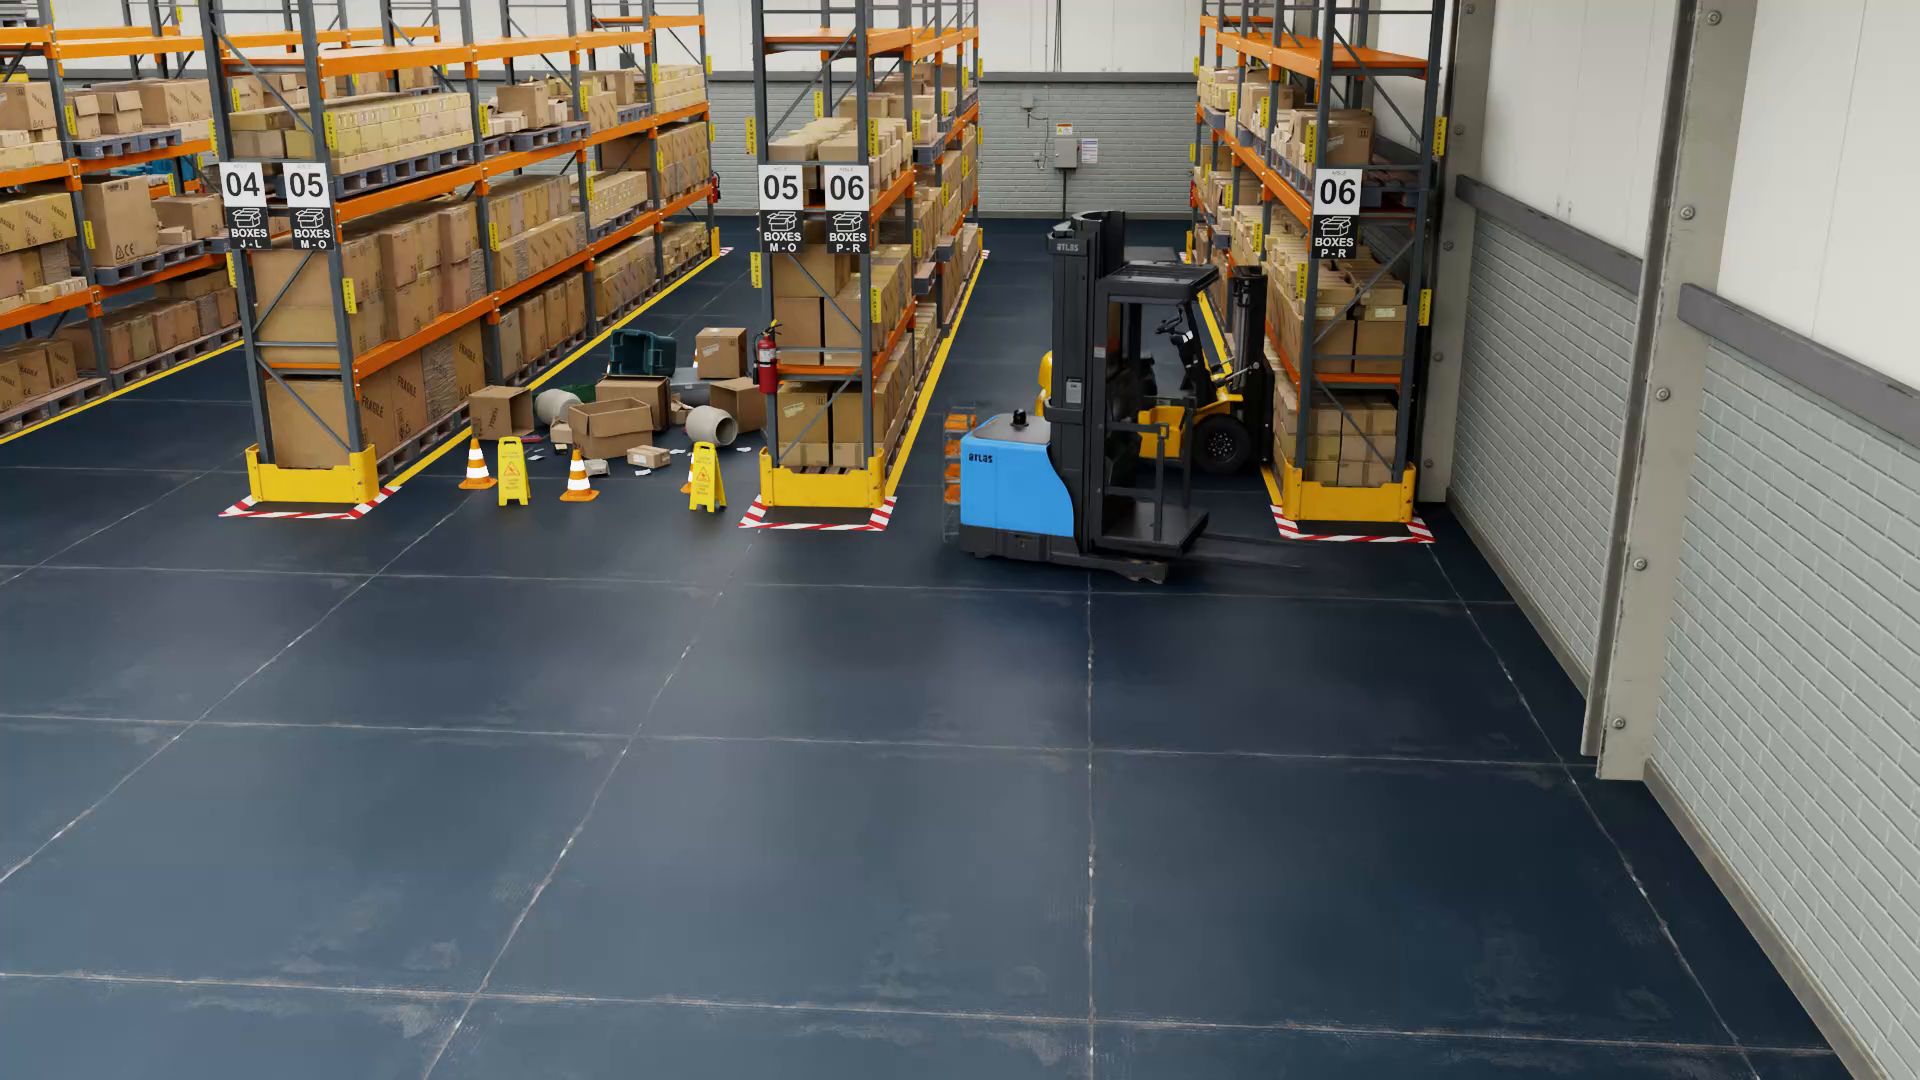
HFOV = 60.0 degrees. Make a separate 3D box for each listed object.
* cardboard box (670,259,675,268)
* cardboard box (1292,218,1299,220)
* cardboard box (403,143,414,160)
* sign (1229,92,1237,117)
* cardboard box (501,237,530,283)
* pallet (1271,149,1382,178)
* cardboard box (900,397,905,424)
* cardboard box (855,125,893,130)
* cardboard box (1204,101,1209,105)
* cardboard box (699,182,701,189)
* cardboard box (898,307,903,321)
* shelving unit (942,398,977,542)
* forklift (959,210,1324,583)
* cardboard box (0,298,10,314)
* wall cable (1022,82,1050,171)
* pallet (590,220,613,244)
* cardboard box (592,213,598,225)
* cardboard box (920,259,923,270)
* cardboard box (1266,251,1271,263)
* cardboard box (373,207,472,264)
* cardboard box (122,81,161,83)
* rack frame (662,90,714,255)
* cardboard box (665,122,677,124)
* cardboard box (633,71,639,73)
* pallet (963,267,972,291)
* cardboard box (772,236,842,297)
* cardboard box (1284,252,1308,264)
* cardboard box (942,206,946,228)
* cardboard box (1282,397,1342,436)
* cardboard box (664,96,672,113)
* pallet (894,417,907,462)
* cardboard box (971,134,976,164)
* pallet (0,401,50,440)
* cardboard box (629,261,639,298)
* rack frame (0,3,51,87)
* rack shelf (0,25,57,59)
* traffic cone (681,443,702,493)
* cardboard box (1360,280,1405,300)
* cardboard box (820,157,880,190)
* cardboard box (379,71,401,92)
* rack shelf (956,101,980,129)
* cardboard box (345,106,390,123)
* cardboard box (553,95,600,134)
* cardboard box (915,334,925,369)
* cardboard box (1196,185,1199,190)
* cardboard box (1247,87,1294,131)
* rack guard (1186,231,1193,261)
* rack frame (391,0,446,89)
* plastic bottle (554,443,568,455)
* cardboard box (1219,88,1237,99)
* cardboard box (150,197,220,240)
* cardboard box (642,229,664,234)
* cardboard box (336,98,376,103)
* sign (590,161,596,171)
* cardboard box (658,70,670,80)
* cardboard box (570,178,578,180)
[{"bbox_3d":[-5.075,-4.688,28.317,0.380,0.149,0.250,1,18,4],"label":"cardboard box"},{"bbox_3d":[4.415,-3.996,21.099,0.380,0.149,0.250,1,18,3],"label":"cardboard box"},{"bbox_3d":[-5.814,-3.973,16.981,0.380,0.149,0.250,1,18,4],"label":"cardboard box"},{"bbox_3d":[3.661,-5.829,22.248,0.100,0.325,0.005,1,18,4],"label":"sign"},{"bbox_3d":[-5.638,-3.453,20.484,0.500,0.500,0.500,1,18,4],"label":"cardboard box"},{"bbox_3d":[3.880,-4.021,17.701,1.003,0.211,1.213,1,18,4],"label":"pallet"},{"bbox_3d":[-0.879,-1.392,18.097,0.500,0.250,0.500,2,18,5],"label":"cardboard box"},{"bbox_3d":[-0.900,-4.270,17.444,0.380,0.149,0.250,1,18,3],"label":"cardboard box"},{"bbox_3d":[4.301,-7.291,27.942,0.380,0.149,0.250,2,18,5],"label":"cardboard box"},{"bbox_3d":[-4.919,-6.437,30.154,0.380,0.149,0.250,1,18,3],"label":"cardboard box"},{"bbox_3d":[-0.824,-2.471,18.050,0.380,0.149,0.250,1,18,3],"label":"cardboard box"},{"bbox_3d":[-0.002,-0.623,14.897,0.258,1.200,0.503,2,18,7],"label":"shelving unit"},{"bbox_3d":[1.560,-1.220,13.939,3.031,2.935,1.130,7,19,20],"label":"forklift"},{"bbox_3d":[-10.764,-2.576,18.369,0.380,0.149,0.250,1,18,4],"label":"cardboard box"},{"bbox_3d":[1.621,-8.946,35.776,0.588,1.984,0.122,1,18,4],"label":"wall cable"},{"bbox_3d":[-5.748,-4.467,24.045,1.213,0.211,1.003,1,18,4],"label":"pallet"},{"bbox_3d":[-5.440,-4.632,23.971,0.380,0.149,0.250,2,18,7],"label":"cardboard box"},{"bbox_3d":[-0.654,-3.335,20.012,0.380,0.149,0.250,2,18,5],"label":"cardboard box"},{"bbox_3d":[3.631,-3.166,18.564,0.380,0.149,0.250,1,18,3],"label":"cardboard box"},{"bbox_3d":[-5.964,-3.389,18.473,0.875,0.550,0.550,1,18,4],"label":"cardboard box"},{"bbox_3d":[-10.963,-5.889,22.297,0.500,0.500,0.500,1,18,4],"label":"cardboard box"},{"bbox_3d":[-5.120,-6.819,30.915,1.000,3.000,0.127,1,18,4],"label":"rack frame"},{"bbox_3d":[-5.417,-7.349,30.290,0.500,0.500,0.500,1,18,4],"label":"cardboard box"},{"bbox_3d":[-5.536,-7.699,27.582,0.380,0.149,0.250,2,18,6],"label":"cardboard box"},{"bbox_3d":[-0.329,-4.406,28.032,1.003,0.211,1.213,1,18,4],"label":"pallet"},{"bbox_3d":[-1.503,-2.598,15.790,0.700,0.500,0.500,1,18,3],"label":"cardboard box"},{"bbox_3d":[3.584,-2.906,17.294,0.380,0.149,0.250,1,18,4],"label":"cardboard box"},{"bbox_3d":[-0.466,-4.573,23.500,0.500,0.250,0.500,1,18,4],"label":"cardboard box"},{"bbox_3d":[3.351,-1.179,15.838,0.500,0.250,0.500,2,18,6],"label":"cardboard box"},{"bbox_3d":[-5.083,-7.224,27.576,0.500,0.250,0.500,1,18,3],"label":"cardboard box"},{"bbox_3d":[-1.133,-1.098,17.935,1.003,0.211,1.213,1,18,4],"label":"pallet"},{"bbox_3d":[0.020,-6.944,29.532,0.500,0.500,0.500,1,18,4],"label":"cardboard box"},{"bbox_3d":[-11.018,-1.319,18.610,1.003,0.211,1.213,1,18,4],"label":"pallet"},{"bbox_3d":[-5.286,-4.034,25.757,0.500,0.500,0.500,1,18,3],"label":"cardboard box"},{"bbox_3d":[-15.287,-8.680,26.961,1.000,3.000,0.127,1,18,4],"label":"rack frame"},{"bbox_3d":[-11.063,-5.120,17.257,1.077,0.370,4.000,1,18,4],"label":"rack shelf"},{"bbox_3d":[-2.578,-0.727,16.399,0.336,0.463,0.334,1,18,4],"label":"traffic cone"},{"bbox_3d":[3.948,-2.338,15.562,0.380,0.149,0.250,2,18,6],"label":"cardboard box"},{"bbox_3d":[-1.020,-3.416,15.477,0.500,0.250,0.500,1,18,3],"label":"cardboard box"},{"bbox_3d":[-10.128,-8.009,28.735,0.700,0.500,0.500,2,18,6],"label":"cardboard box"},{"bbox_3d":[-0.319,-7.202,28.423,1.077,0.370,4.000,1,18,4],"label":"rack shelf"},{"bbox_3d":[-5.852,-4.194,16.375,0.380,0.149,0.250,1,18,3],"label":"cardboard box"},{"bbox_3d":[-5.387,-5.978,23.373,0.500,0.500,0.500,1,18,4],"label":"cardboard box"},{"bbox_3d":[-0.952,-2.350,20.822,0.950,0.372,0.625,2,18,7],"label":"cardboard box"},{"bbox_3d":[4.479,-6.415,30.085,0.380,0.149,0.250,1,18,3],"label":"cardboard box"},{"bbox_3d":[3.835,-5.330,20.558,0.500,0.500,0.500,2,18,5],"label":"cardboard box"},{"bbox_3d":[4.771,-5.418,30.656,1.175,0.500,0.348,1,18,4],"label":"rack guard"},{"bbox_3d":[-10.060,-9.812,30.415,1.000,3.000,0.127,1,18,4],"label":"rack frame"},{"bbox_3d":[-4.278,-0.981,17.819,0.133,0.061,0.283,-5,19,-15],"label":"plastic bottle"},{"bbox_3d":[3.979,-6.519,24.276,0.380,0.149,0.250,1,18,4],"label":"cardboard box"},{"bbox_3d":[-10.572,-4.379,22.635,0.700,0.500,0.500,4,19,12],"label":"cardboard box"},{"bbox_3d":[-5.506,-5.462,29.725,0.380,0.149,0.250,2,18,6],"label":"cardboard box"},{"bbox_3d":[-6.416,-4.602,17.620,0.380,0.149,0.250,1,18,5],"label":"cardboard box"},{"bbox_3d":[-5.948,-5.997,27.019,0.100,0.325,0.005,1,18,4],"label":"sign"},{"bbox_3d":[-5.068,-7.766,27.786,0.380,0.149,0.250,1,18,2],"label":"cardboard box"},{"bbox_3d":[-5.966,-5.504,25.676,0.380,0.149,0.250,1,18,3],"label":"cardboard box"}]
